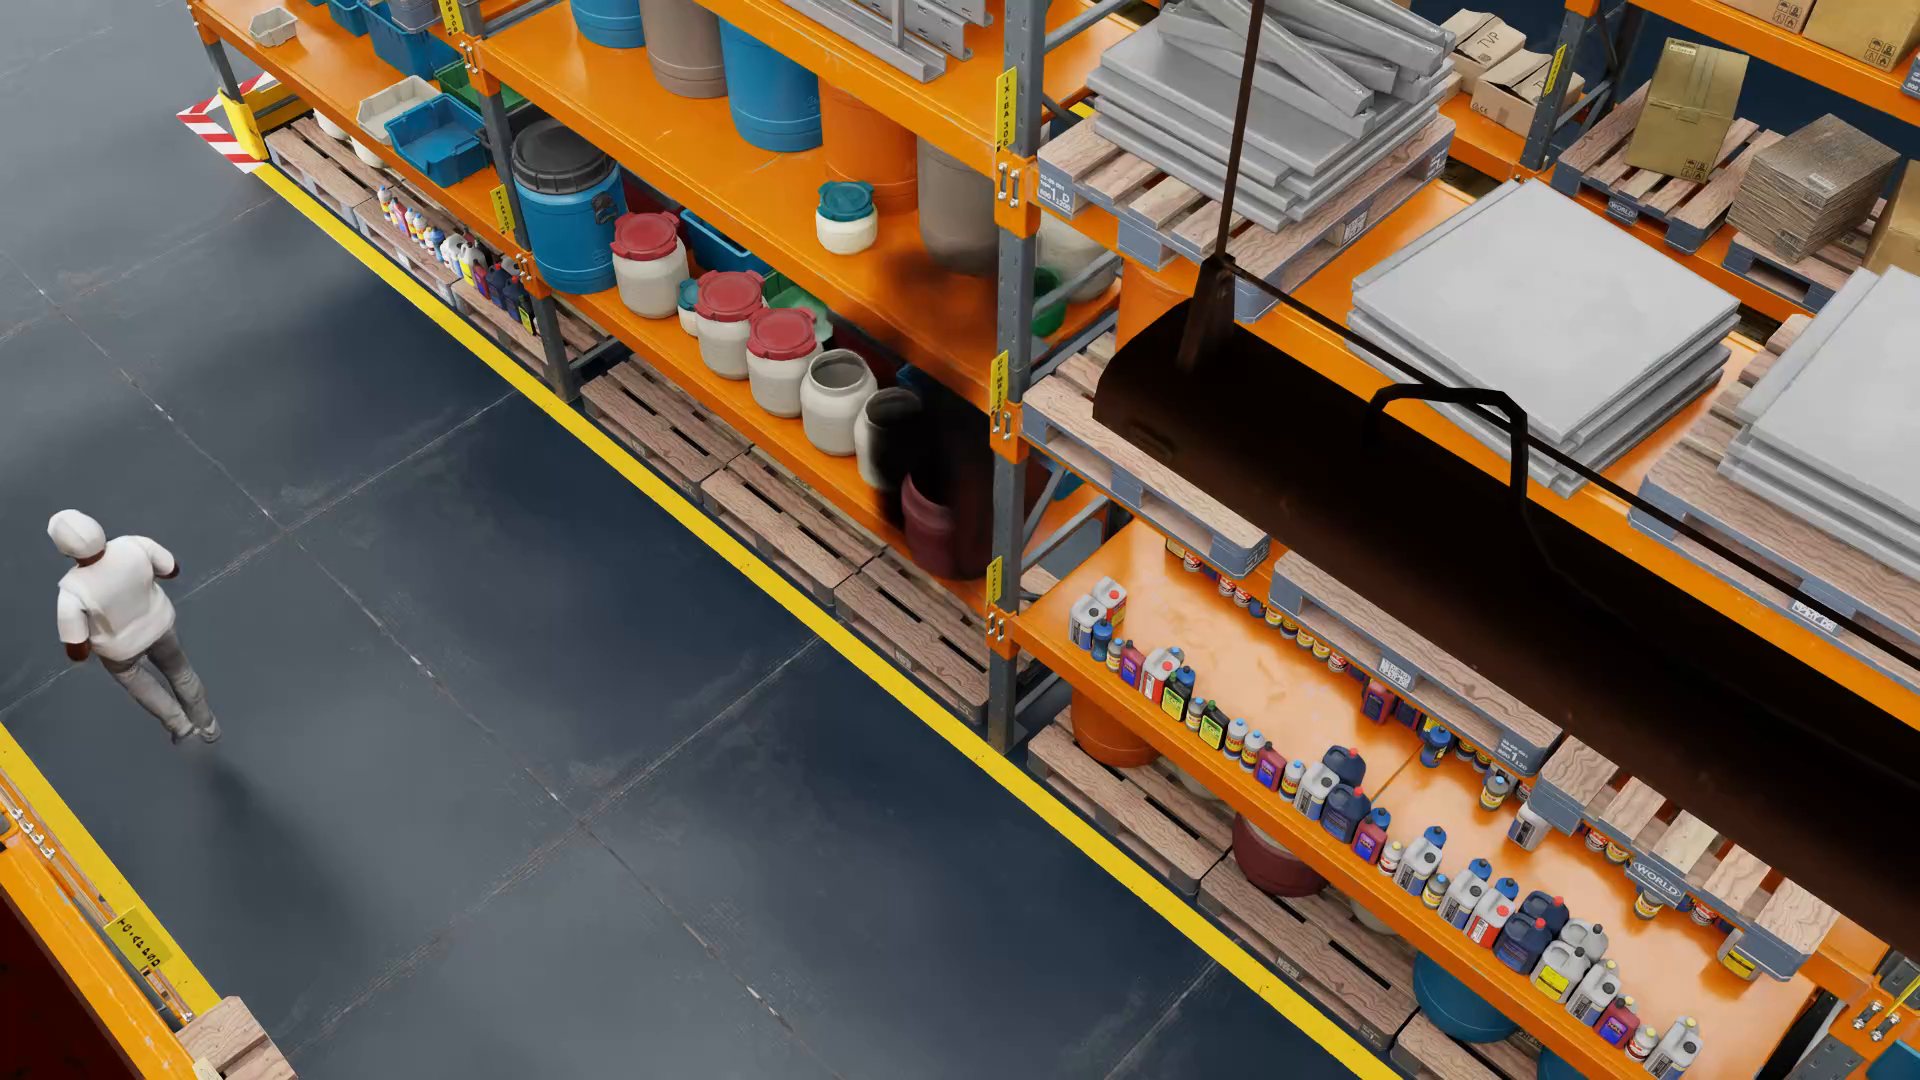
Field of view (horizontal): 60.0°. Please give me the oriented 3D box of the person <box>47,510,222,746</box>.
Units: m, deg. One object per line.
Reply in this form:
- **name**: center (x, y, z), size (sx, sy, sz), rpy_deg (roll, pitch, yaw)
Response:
- **person**: center (-4.275, 0.443, 8.527), size (0.597, 1.786, 0.686), rpy_deg (32, 57, 24)
